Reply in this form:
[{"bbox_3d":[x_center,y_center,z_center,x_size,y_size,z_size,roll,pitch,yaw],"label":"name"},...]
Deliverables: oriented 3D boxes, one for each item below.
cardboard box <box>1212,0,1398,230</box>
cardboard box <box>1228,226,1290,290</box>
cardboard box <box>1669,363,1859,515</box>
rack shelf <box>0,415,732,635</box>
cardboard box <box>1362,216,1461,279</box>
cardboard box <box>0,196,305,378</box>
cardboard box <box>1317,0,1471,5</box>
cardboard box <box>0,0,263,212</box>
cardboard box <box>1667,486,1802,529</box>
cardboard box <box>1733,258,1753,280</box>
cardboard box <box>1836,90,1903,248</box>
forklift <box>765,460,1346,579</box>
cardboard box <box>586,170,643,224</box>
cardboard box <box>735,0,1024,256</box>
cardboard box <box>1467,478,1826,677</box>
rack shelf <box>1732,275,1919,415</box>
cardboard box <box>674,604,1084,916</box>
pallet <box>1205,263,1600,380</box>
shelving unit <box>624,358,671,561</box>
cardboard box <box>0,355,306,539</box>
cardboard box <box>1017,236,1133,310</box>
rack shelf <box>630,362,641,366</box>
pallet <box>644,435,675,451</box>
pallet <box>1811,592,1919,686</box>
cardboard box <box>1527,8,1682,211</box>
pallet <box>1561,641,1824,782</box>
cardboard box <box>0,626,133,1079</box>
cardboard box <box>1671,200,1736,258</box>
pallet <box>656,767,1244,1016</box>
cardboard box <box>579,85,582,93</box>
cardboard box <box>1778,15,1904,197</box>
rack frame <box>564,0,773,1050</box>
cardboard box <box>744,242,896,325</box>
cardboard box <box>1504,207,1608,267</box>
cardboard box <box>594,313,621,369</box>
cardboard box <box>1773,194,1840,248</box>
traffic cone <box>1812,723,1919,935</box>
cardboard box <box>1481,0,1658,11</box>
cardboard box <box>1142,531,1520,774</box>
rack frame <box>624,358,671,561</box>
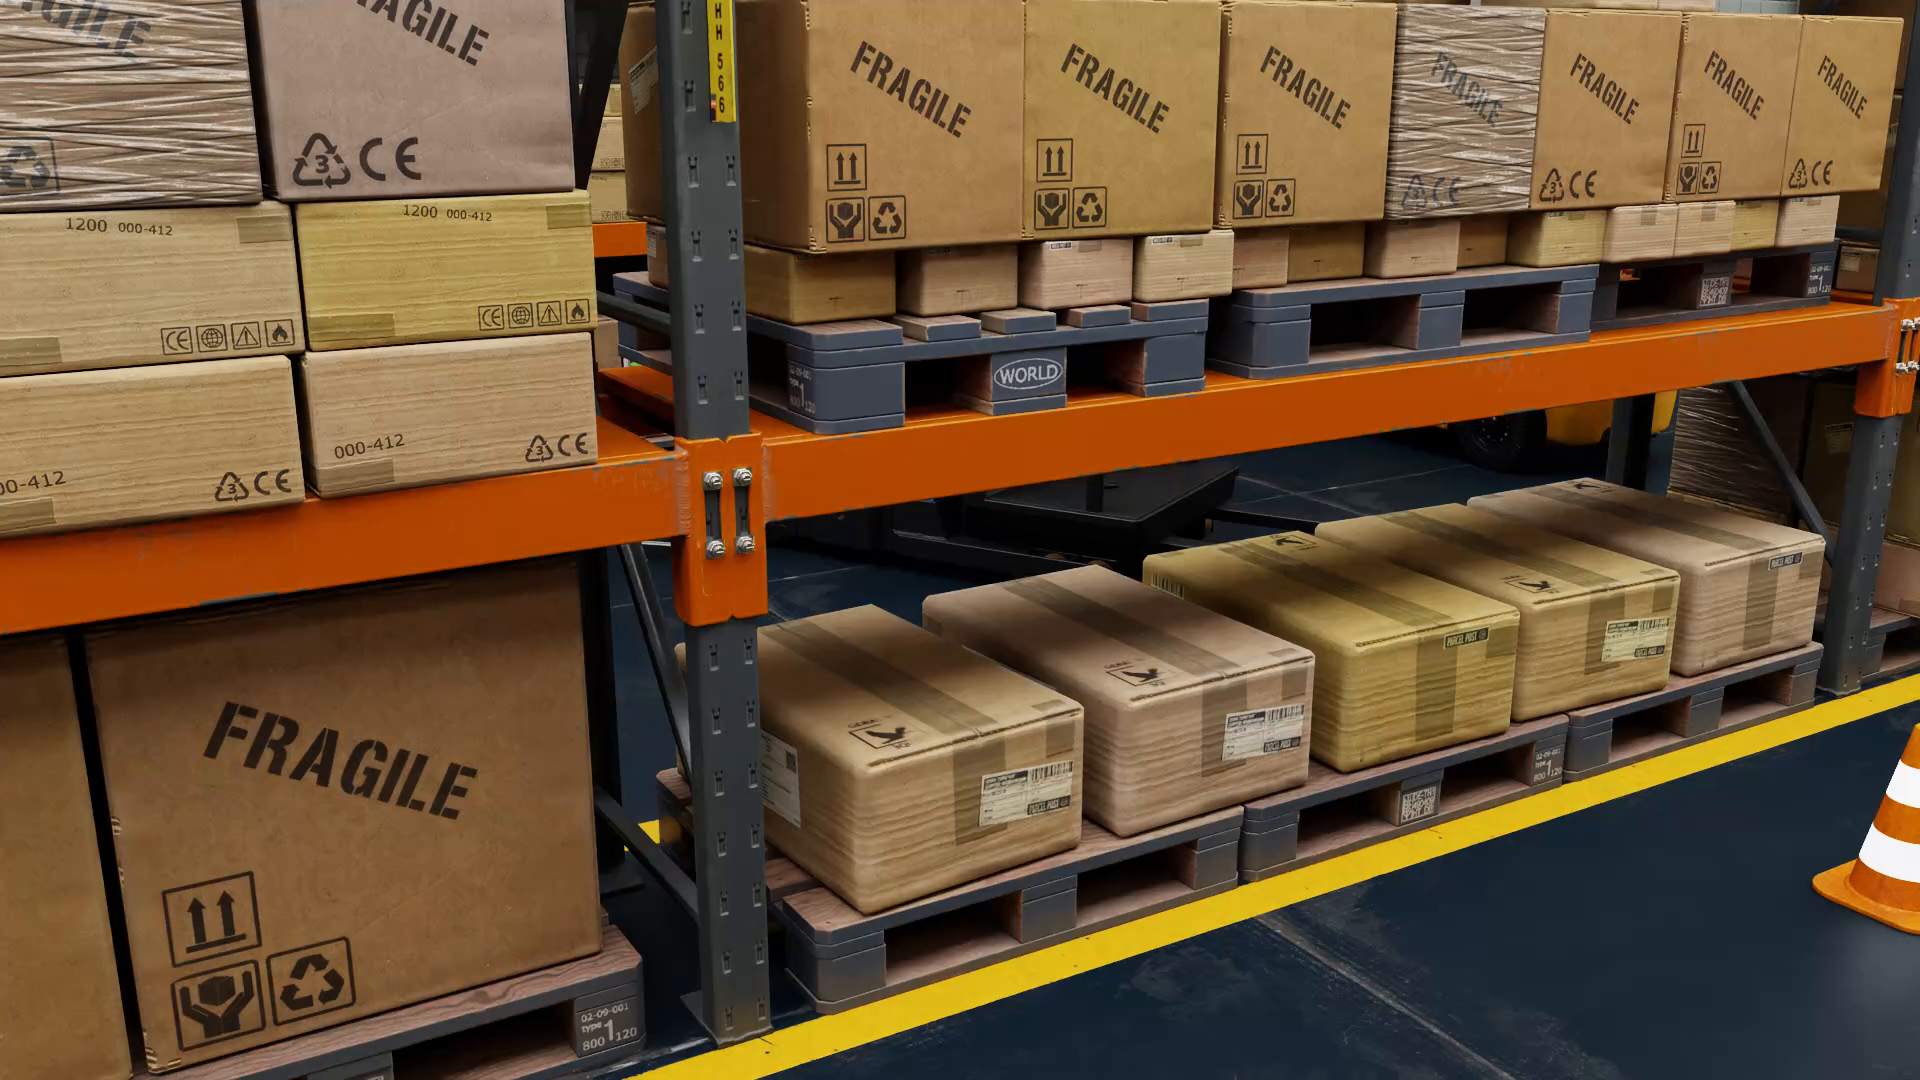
[{"bbox_3d":[0.684,-1.035,4.031,0.500,0.500,0.500,-9,18,-29],"label":"cardboard box"},{"bbox_3d":[0.589,-0.711,4.074,0.250,0.149,0.380,-8,18,-26],"label":"cardboard box"},{"bbox_3d":[3.082,-0.423,6.288,0.500,0.500,0.500,-9,18,-30],"label":"cardboard box"},{"bbox_3d":[-2.430,0.141,2.681,4.000,0.370,1.077,-9,18,-30],"label":"rack shelf"},{"bbox_3d":[1.069,-0.780,4.323,0.250,0.149,0.380,-9,18,-28],"label":"cardboard box"},{"bbox_3d":[-1.438,-0.453,2.822,0.500,0.250,0.500,-10,18,-31],"label":"cardboard box"},{"bbox_3d":[1.249,-1.587,4.797,0.250,0.149,0.380,-8,18,-27],"label":"cardboard box"},{"bbox_3d":[-1.460,-0.807,2.694,0.500,0.500,0.500,-9,18,-29],"label":"cardboard box"},{"bbox_3d":[3.081,-0.062,6.389,0.500,0.250,0.500,-8,18,-27],"label":"cardboard box"},{"bbox_3d":[2.831,-1.033,6.005,0.250,0.149,0.380,-9,18,-30],"label":"cardboard box"},{"bbox_3d":[3.234,-1.227,5.494,0.500,0.500,0.500,-9,18,-30],"label":"cardboard box"},{"bbox_3d":[0.540,-1.327,6.715,3.031,2.935,1.130,9,18,29],"label":"forklift"},{"bbox_3d":[-1.898,-1.706,8.216,0.500,0.250,0.500,-10,18,-31],"label":"cardboard box"},{"bbox_3d":[-0.211,-0.886,3.498,0.500,0.500,0.500,-10,18,-31],"label":"cardboard box"},{"bbox_3d":[2.265,0.097,5.596,0.625,0.372,0.950,-9,18,-29],"label":"cardboard box"},{"bbox_3d":[4.427,-0.971,6.649,4.000,0.370,1.077,-9,18,-30],"label":"rack shelf"},{"bbox_3d":[-0.226,0.504,4.146,0.625,0.372,0.950,-11,19,-33],"label":"cardboard box"},{"bbox_3d":[0.960,-0.675,4.617,1.213,0.211,1.003,-9,18,-30],"label":"pallet"},{"bbox_3d":[-1.211,-0.546,7.135,0.258,1.200,0.503,4,16,13],"label":"shelving unit"},{"bbox_3d":[-1.446,-0.206,2.865,0.500,0.250,0.500,-9,18,-29],"label":"cardboard box"},{"bbox_3d":[0.176,-0.625,3.771,0.250,0.149,0.380,-11,19,-33],"label":"cardboard box"},{"bbox_3d":[-1.211,-0.716,7.087,0.258,0.148,0.480,4,16,13],"label":"rack shelf"},{"bbox_3d":[-1.505,-0.562,9.025,1.213,0.211,1.003,-9,18,-30],"label":"pallet"},{"bbox_3d":[3.270,0.202,6.298,1.213,0.211,1.003,-9,18,-30],"label":"pallet"},{"bbox_3d":[1.565,-1.176,4.533,0.500,0.500,0.500,-9,18,-28],"label":"cardboard box"},{"bbox_3d":[2.046,0.412,5.549,1.213,0.211,1.003,-9,18,-30],"label":"pallet"},{"bbox_3d":[-2.118,0.537,3.093,0.875,0.875,0.875,-9,18,-29],"label":"cardboard box"},{"bbox_3d":[1.976,-0.908,4.780,0.250,0.149,0.380,-10,18,-31],"label":"cardboard box"},{"bbox_3d":[-0.045,0.751,4.339,1.213,0.211,1.003,-9,18,-30],"label":"pallet"},{"bbox_3d":[-1.998,-2.128,8.056,0.250,0.149,0.380,-9,18,-29],"label":"cardboard box"},{"bbox_3d":[2.435,-1.315,5.031,0.500,0.500,0.500,-10,18,-31],"label":"cardboard box"},{"bbox_3d":[-0.716,-0.483,3.576,0.127,3.000,1.000,-9,18,-30],"label":"rack frame"},{"bbox_3d":[-0.342,-0.567,3.561,0.250,0.149,0.380,-10,19,-33],"label":"cardboard box"},{"bbox_3d":[1.532,-0.847,4.560,0.250,0.149,0.380,-9,18,-30],"label":"cardboard box"},{"bbox_3d":[-2.178,-0.866,8.564,0.625,0.625,0.875,-9,18,-28],"label":"cardboard box"},{"bbox_3d":[2.414,-0.985,5.054,0.250,0.149,0.380,-9,18,-29],"label":"cardboard box"},{"bbox_3d":[2.371,0.679,4.132,0.334,0.463,0.336,-9,18,-30],"label":"traffic cone"},{"bbox_3d":[1.626,-1.486,4.439,0.250,0.149,0.380,-10,19,-32],"label":"cardboard box"},{"bbox_3d":[1.055,0.295,4.890,0.625,0.372,0.950,-9,18,-28],"label":"cardboard box"},{"bbox_3d":[-1.268,-0.482,6.906,0.240,1.200,0.015,4,16,13],"label":"rack frame"}]
